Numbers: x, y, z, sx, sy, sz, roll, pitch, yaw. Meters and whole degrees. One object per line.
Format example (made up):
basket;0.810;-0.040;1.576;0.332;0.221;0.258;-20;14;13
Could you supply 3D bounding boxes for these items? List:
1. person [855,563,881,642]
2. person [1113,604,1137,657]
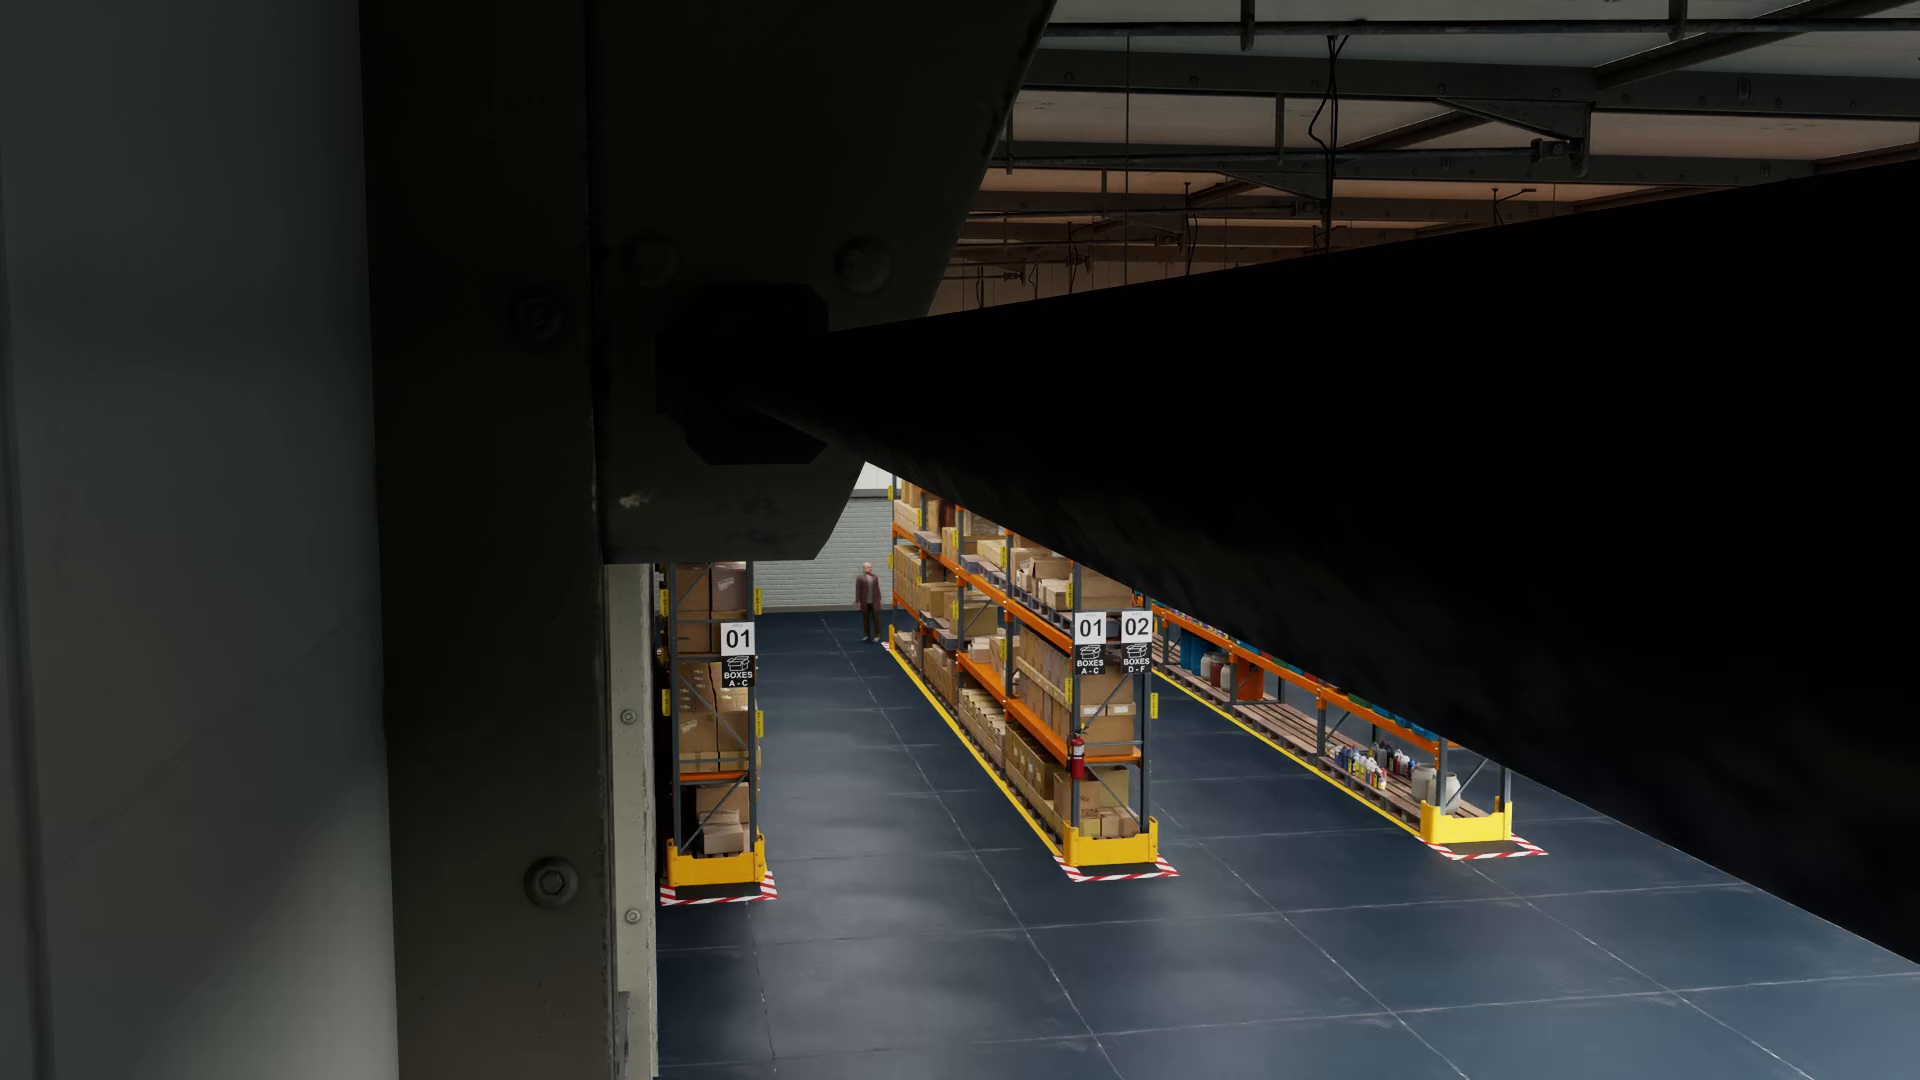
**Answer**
person;-2.064;1.400;37.455;0.592;1.777;0.500;-1;6;-7
person;3.229;1.826;32.574;0.512;1.661;1.068;0;6;-3
